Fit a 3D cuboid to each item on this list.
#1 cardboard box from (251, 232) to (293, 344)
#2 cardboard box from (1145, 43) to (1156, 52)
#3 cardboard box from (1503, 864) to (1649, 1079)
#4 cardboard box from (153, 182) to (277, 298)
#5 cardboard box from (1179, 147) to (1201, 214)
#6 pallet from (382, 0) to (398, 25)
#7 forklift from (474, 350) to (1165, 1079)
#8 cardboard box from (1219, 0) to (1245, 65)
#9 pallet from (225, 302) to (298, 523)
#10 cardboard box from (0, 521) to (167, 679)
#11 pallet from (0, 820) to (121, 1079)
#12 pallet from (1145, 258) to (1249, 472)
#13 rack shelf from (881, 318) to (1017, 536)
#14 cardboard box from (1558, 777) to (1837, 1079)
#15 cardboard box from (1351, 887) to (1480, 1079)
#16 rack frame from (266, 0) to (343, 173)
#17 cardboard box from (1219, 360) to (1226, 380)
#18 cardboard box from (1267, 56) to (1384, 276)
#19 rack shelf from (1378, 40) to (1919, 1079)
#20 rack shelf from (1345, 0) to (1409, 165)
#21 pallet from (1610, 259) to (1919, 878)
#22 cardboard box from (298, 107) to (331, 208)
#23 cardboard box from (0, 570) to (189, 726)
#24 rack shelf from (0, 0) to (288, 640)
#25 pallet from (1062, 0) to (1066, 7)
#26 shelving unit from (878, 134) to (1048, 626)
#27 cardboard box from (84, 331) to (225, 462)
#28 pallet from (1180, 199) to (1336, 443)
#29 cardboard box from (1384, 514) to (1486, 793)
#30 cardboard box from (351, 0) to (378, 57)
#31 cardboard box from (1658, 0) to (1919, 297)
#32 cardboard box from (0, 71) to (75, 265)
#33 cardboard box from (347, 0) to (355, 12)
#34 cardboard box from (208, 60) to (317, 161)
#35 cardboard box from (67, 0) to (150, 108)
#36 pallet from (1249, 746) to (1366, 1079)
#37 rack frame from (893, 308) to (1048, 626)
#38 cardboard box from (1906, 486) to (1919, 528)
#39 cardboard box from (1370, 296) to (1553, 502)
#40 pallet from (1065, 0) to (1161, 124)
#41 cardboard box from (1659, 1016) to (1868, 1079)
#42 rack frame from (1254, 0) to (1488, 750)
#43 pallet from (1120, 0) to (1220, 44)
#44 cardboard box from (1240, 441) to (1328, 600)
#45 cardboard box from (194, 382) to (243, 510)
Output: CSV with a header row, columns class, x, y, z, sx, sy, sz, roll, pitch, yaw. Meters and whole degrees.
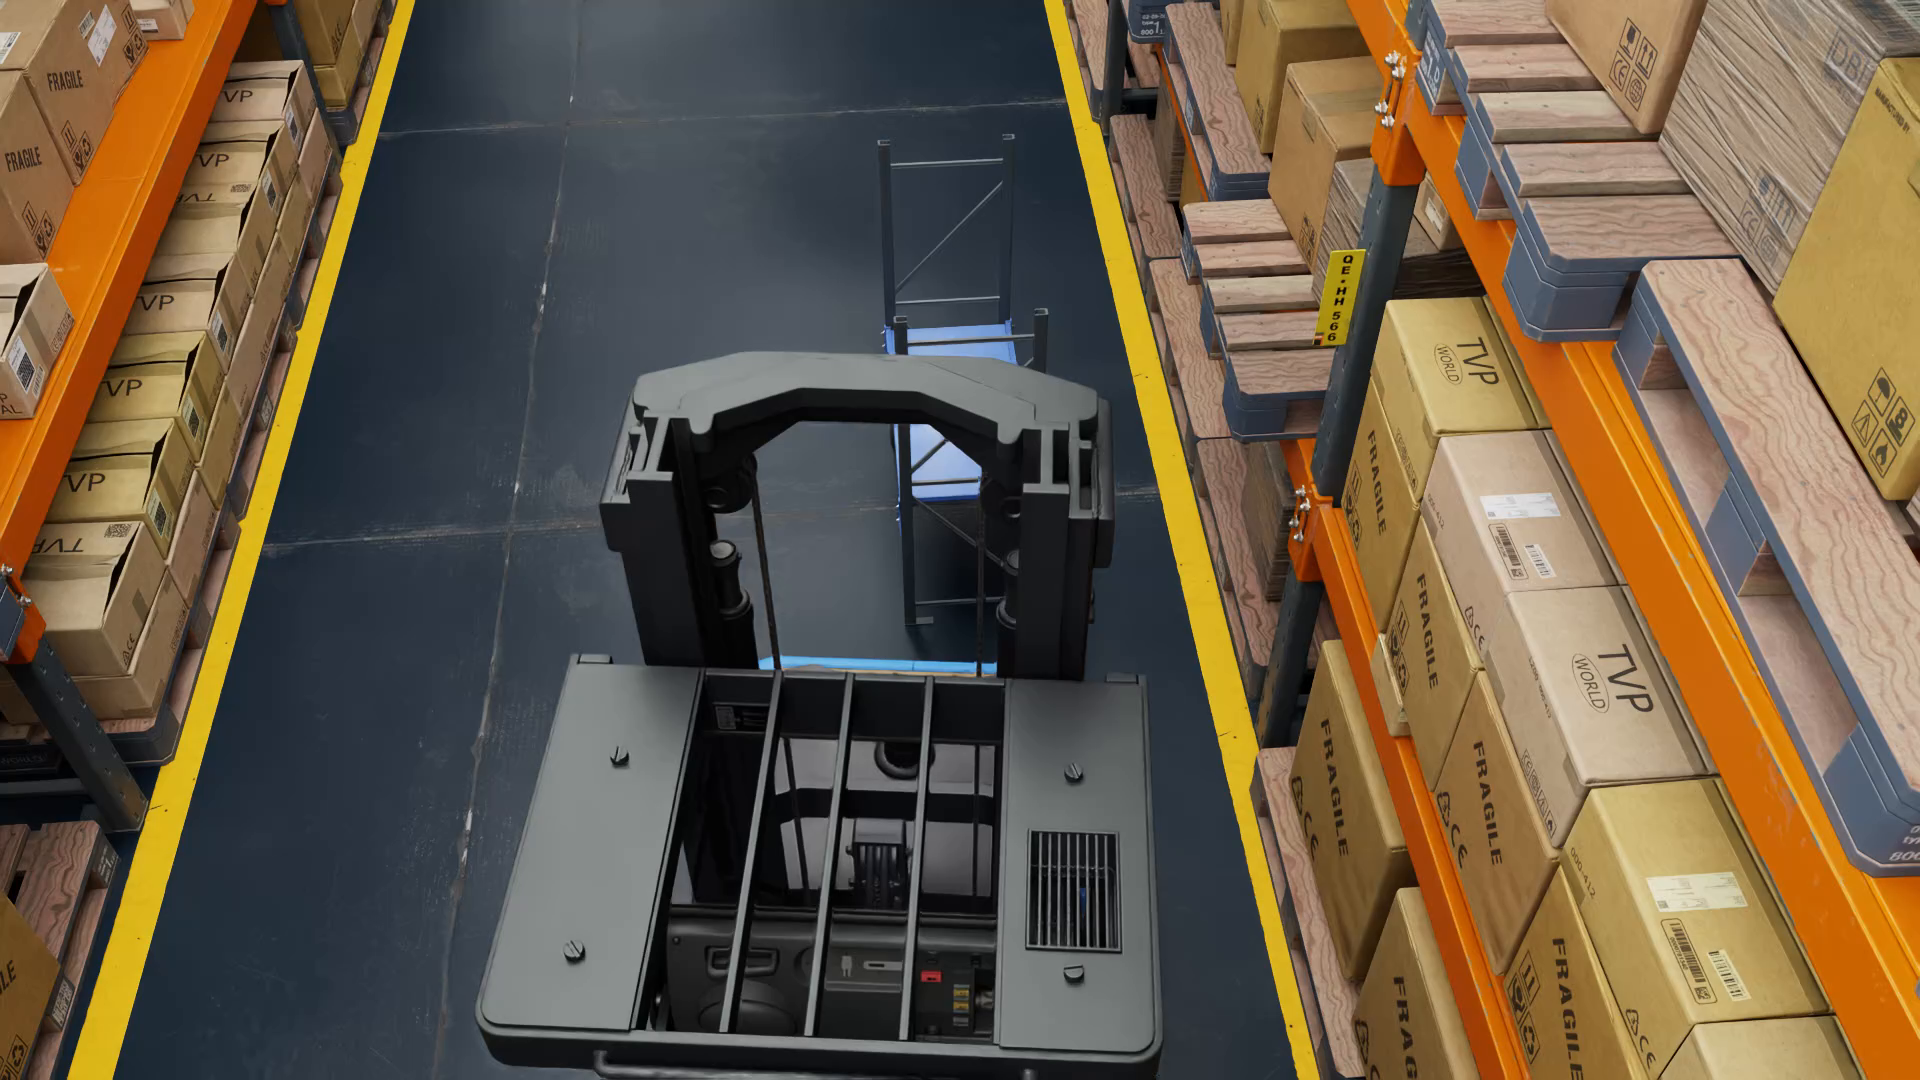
class,x,y,z,sx,sy,sz,roll,pitch,yaw
cardboard box,-3.280,-1.102,7.332,0.500,0.250,0.500,-3,47,-2
cardboard box,1.174,-2.788,8.973,0.380,0.166,0.250,-9,47,-8
cardboard box,1.495,1.007,3.443,0.500,0.500,0.500,-2,47,-2
cardboard box,-3.279,-1.301,7.134,0.500,0.311,0.500,-4,47,-3
cardboard box,1.420,-1.615,7.632,0.700,0.500,0.500,-4,47,-4
pallet,-3.818,-3.425,9.849,1.003,0.211,1.213,-3,47,-3
forklift,-0.205,1.158,3.634,1.130,2.935,3.031,2,47,2
cardboard box,1.383,-2.162,6.359,0.700,0.500,0.500,2,47,2
pallet,-3.482,-0.547,7.123,1.003,0.211,1.213,-3,47,-3
cardboard box,-3.104,0.184,5.728,0.500,0.311,0.500,-2,47,-2
pallet,-3.328,1.474,5.209,1.003,0.211,1.213,-3,47,-3
pallet,1.420,-0.819,7.380,1.003,0.211,1.213,-3,47,-3
rack shelf,-0.007,-0.454,6.395,0.538,0.185,1.000,-3,47,-3
cardboard box,1.505,0.731,3.188,0.500,0.250,0.500,-4,47,-4
cardboard box,1.581,1.438,4.514,0.750,0.750,0.750,-4,47,-3
rack frame,-3.687,-2.922,7.451,1.000,3.000,0.127,-3,47,-3
cardboard box,1.474,-0.878,6.935,0.700,0.500,0.500,-4,47,-4
cardboard box,1.460,-1.259,5.505,0.700,0.500,0.500,-7,47,-7
rack shelf,1.751,0.332,2.800,1.077,0.370,4.000,-3,47,-3
rack shelf,1.416,-2.562,5.540,1.077,0.370,4.000,-3,47,-3
pallet,1.787,-0.026,2.773,1.003,0.211,1.213,-2,47,-1
cardboard box,-3.364,-1.838,8.029,0.500,0.250,0.500,-4,47,-4
cardboard box,-3.104,0.377,5.932,0.500,0.250,0.500,-4,47,-3
rack shelf,-3.520,-1.227,6.342,1.077,0.370,4.000,-3,47,-3
pallet,1.052,-3.635,10.047,1.003,0.211,1.213,-3,47,-3
shelving unit,-0.007,-0.577,6.264,0.538,1.500,1.048,-3,47,-3
cardboard box,-3.197,-0.565,6.437,0.500,0.311,0.500,-5,47,-4
pallet,1.418,-0.775,5.550,1.213,0.211,1.003,-3,47,-3
cardboard box,1.404,0.272,4.139,0.500,0.500,0.500,-2,47,-2
cardboard box,-3.461,-2.837,8.975,0.500,0.250,0.500,-3,47,-3
cardboard box,1.778,-0.821,3.024,0.700,0.500,0.500,-6,47,-5
cardboard box,-3.509,-1.275,5.823,0.500,0.500,0.500,-6,47,-5
cardboard box,-3.464,-3.094,8.703,0.500,0.500,0.500,-3,47,-3
cardboard box,-3.368,-2.038,7.832,0.500,0.311,0.500,-3,47,-3
cardboard box,-3.595,-2.018,6.527,0.500,0.500,0.500,0,47,0
pallet,1.574,1.202,5.466,1.003,0.211,1.213,-3,47,-3
rack frame,0.035,-0.210,5.916,0.500,1.500,0.032,-3,47,-3
cardboard box,1.865,-0.063,2.306,0.700,0.500,0.500,-4,47,-3
cardboard box,1.367,-0.368,4.228,0.500,0.250,0.500,-2,47,-2
pallet,1.157,-2.750,9.209,1.003,0.211,1.213,-3,47,-3
cardboard box,1.548,1.099,2.839,0.500,0.250,0.500,-3,47,-3
rack frame,1.583,-0.331,4.998,1.000,3.000,0.127,-3,47,-3
pallet,1.168,-2.598,7.276,1.003,0.211,1.213,-3,47,-3
cardboard box,1.471,-0.141,6.236,0.700,0.500,0.500,-3,47,-3
cardboard box,-3.196,-0.363,6.632,0.500,0.250,0.500,-5,47,-4
